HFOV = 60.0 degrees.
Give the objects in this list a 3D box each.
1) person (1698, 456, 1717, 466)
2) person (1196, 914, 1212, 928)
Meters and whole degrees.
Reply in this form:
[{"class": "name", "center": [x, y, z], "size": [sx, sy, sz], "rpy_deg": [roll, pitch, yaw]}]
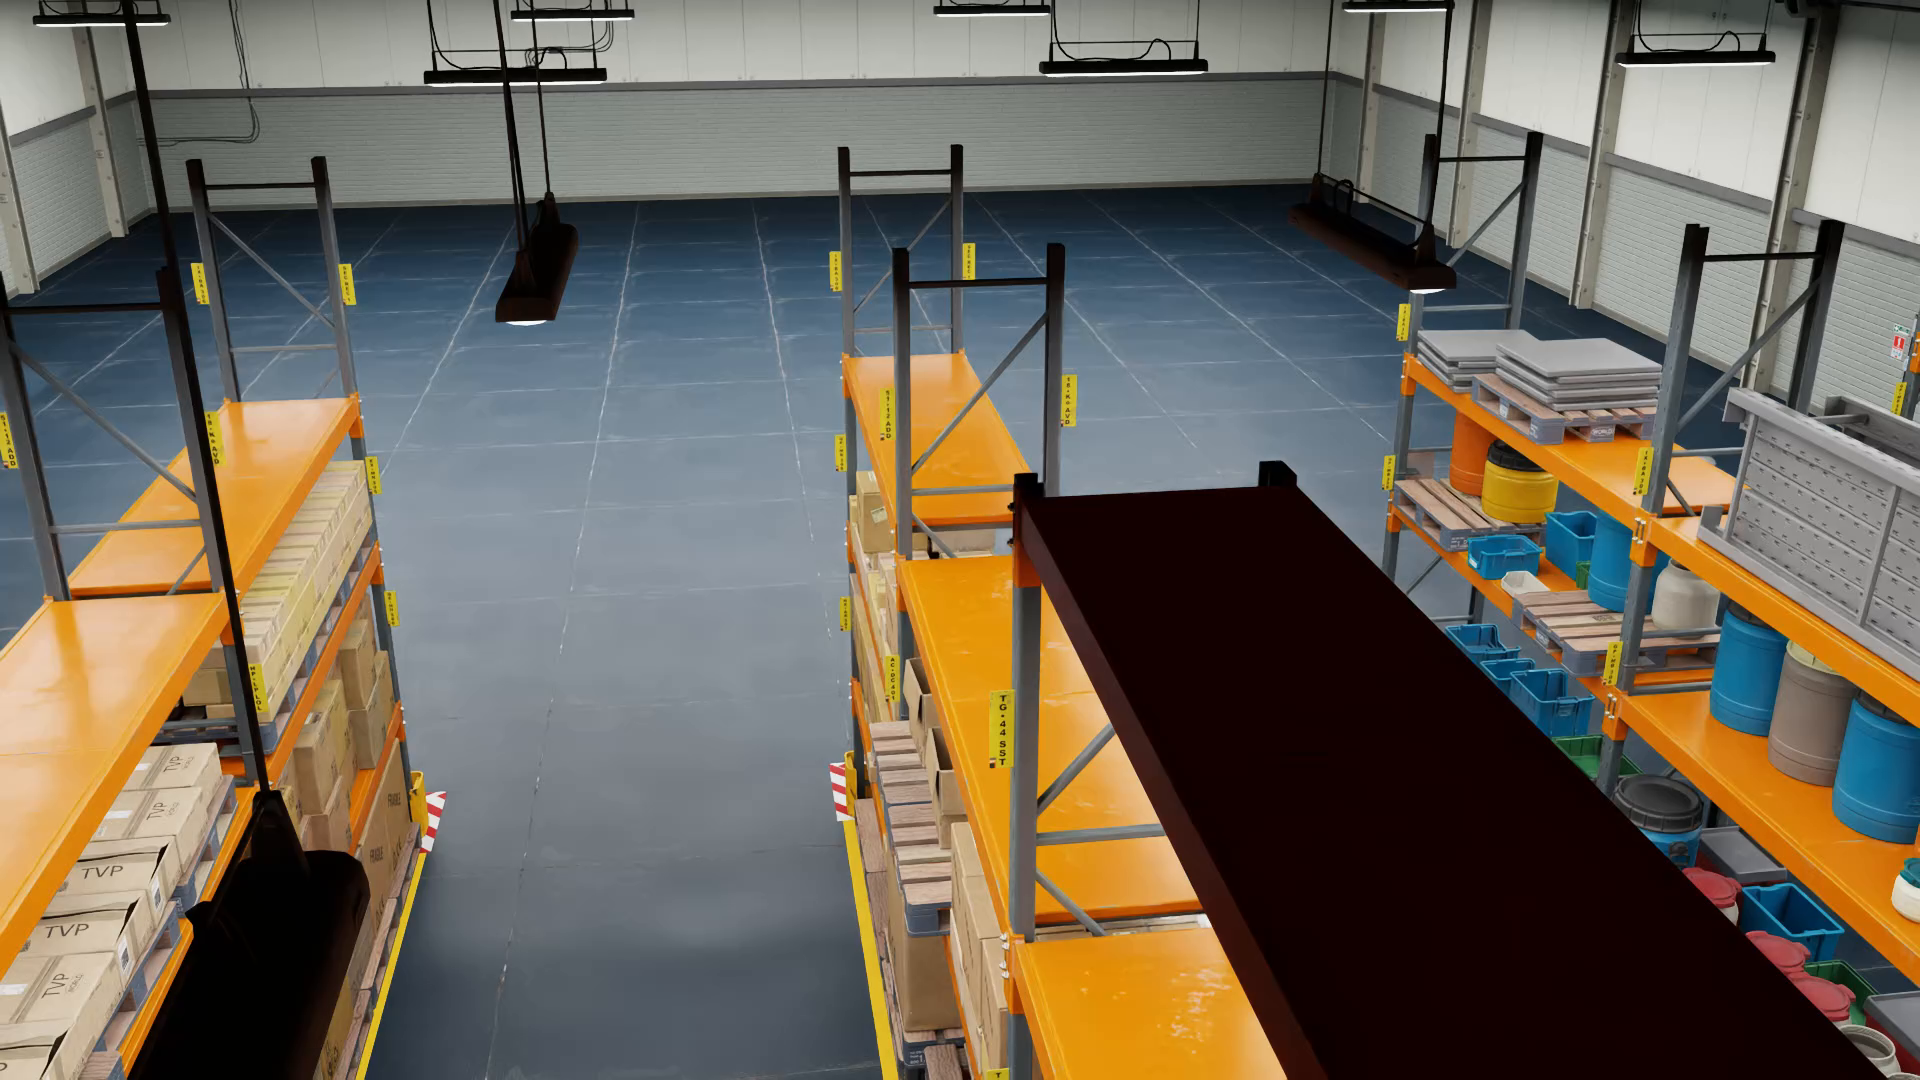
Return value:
[{"class": "person", "center": [8.678, -0.193, 19.743], "size": [0.574, 1.710, 0.992], "rpy_deg": [-10, 24, -23]}, {"class": "person", "center": [1.520, 3.018, 11.614], "size": [0.640, 1.718, 1.064], "rpy_deg": [-2, 22, -5]}]
